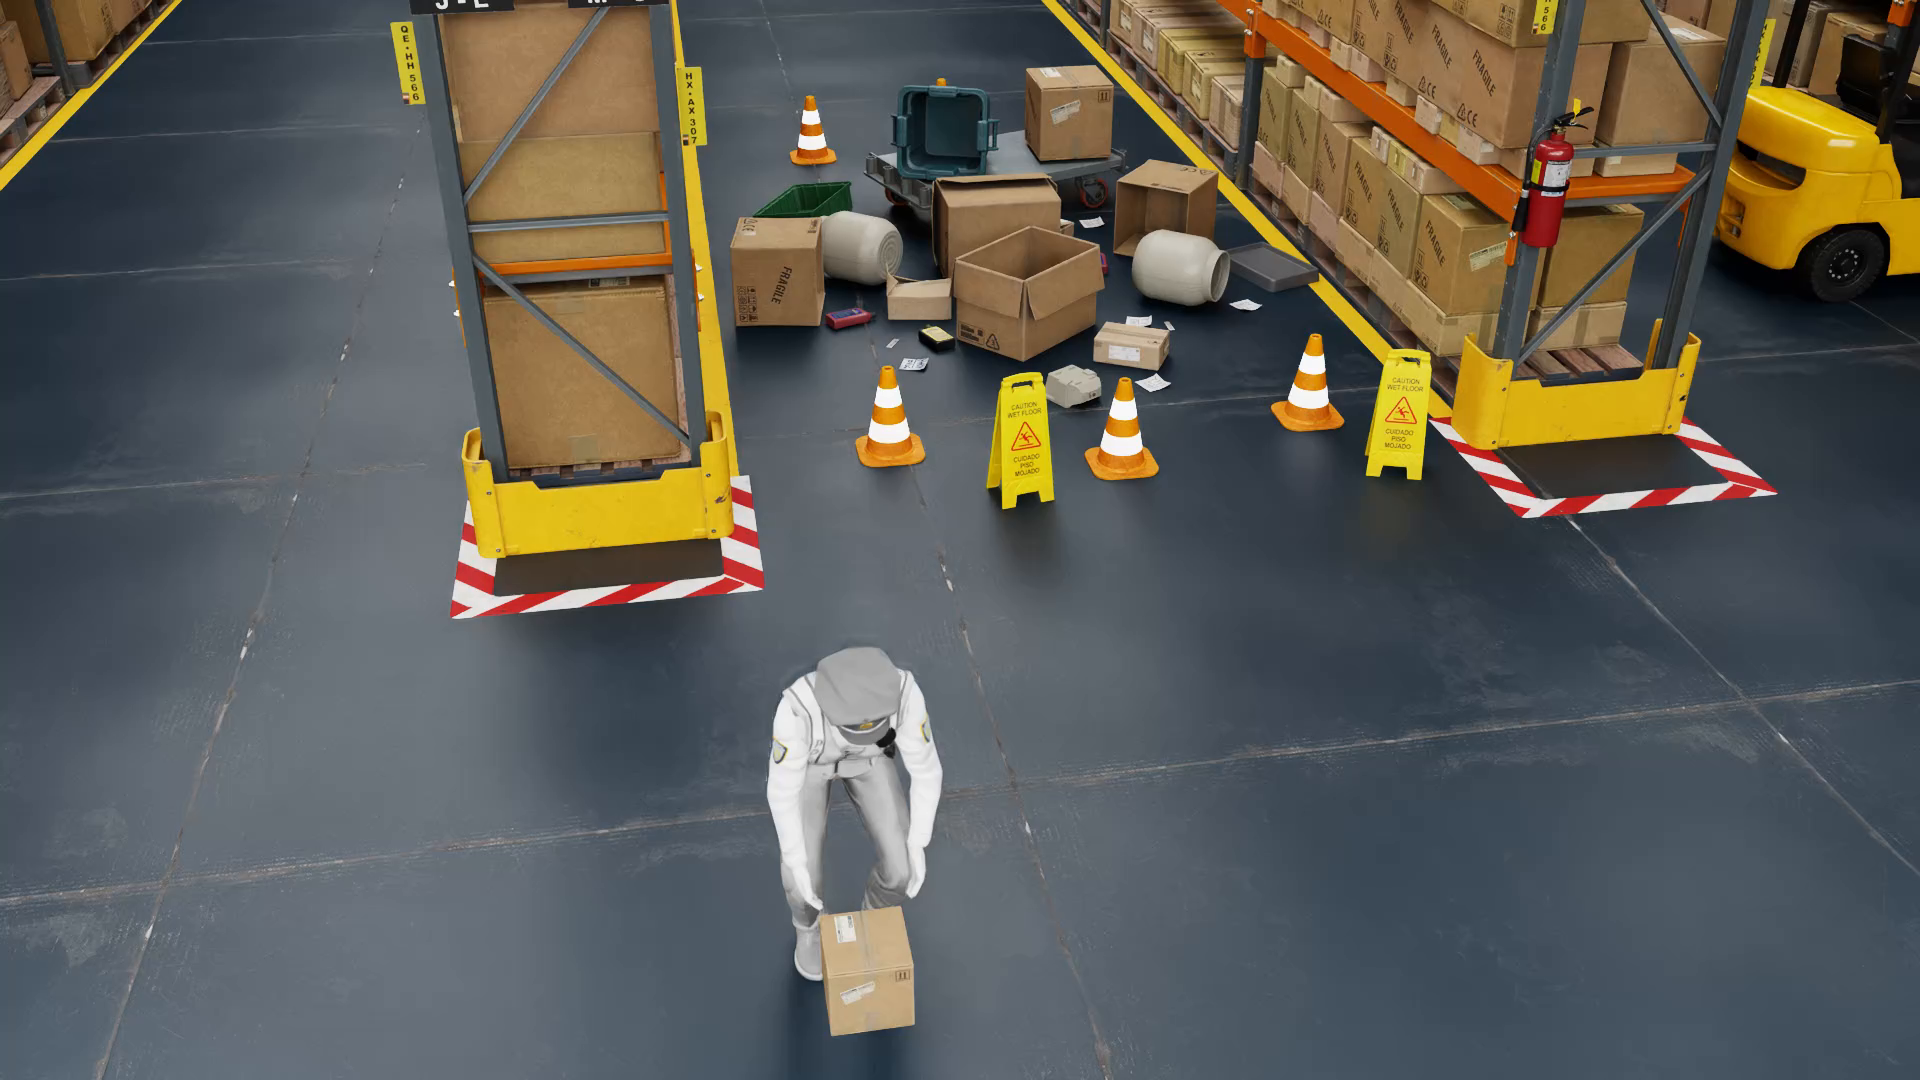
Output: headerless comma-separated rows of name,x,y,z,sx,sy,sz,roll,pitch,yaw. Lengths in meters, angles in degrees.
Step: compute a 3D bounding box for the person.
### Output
person,-0.329,0.796,5.141,0.534,1.322,0.737,-5,31,-9
